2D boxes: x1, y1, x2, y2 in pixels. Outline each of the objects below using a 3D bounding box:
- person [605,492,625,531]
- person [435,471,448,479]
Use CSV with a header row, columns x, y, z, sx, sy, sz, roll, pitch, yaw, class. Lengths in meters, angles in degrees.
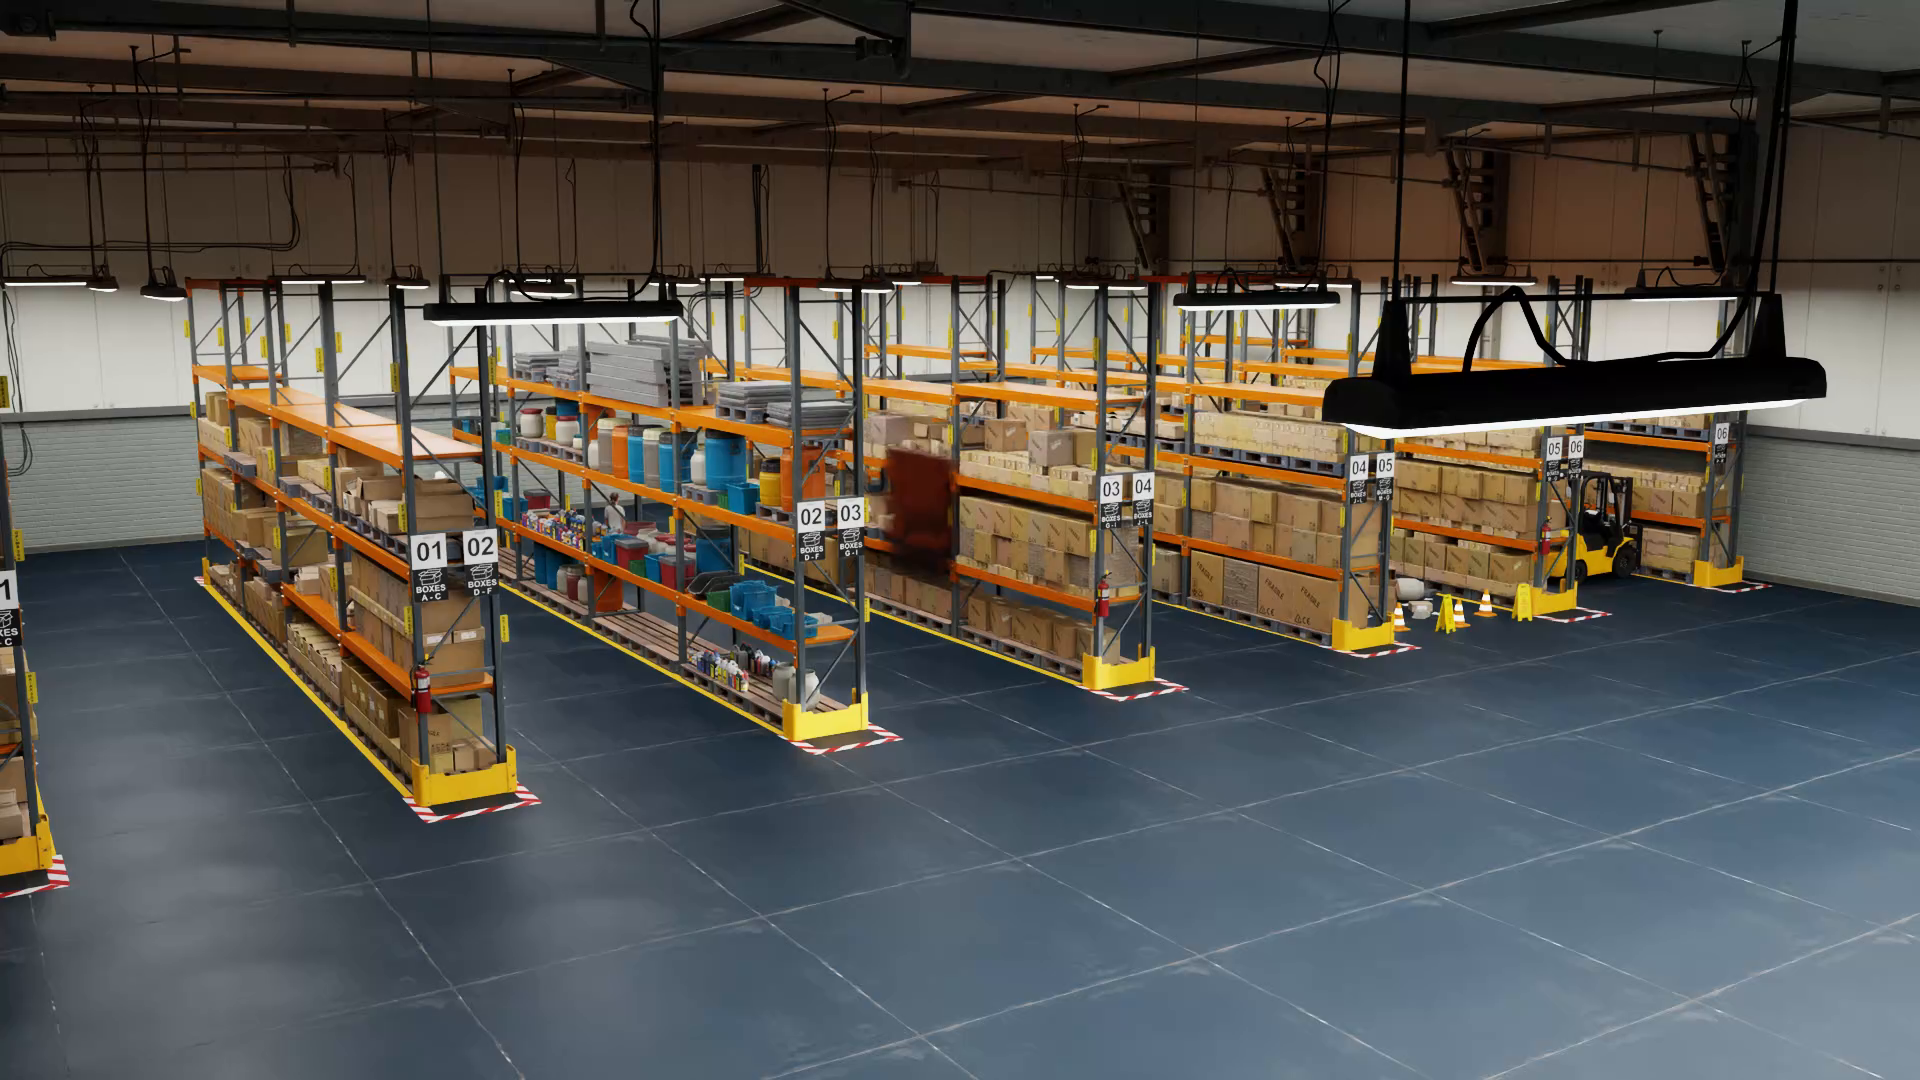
x,y,z,sx,sy,sz,roll,pitch,yaw,class
-6.991,-0.138,33.842,0.476,1.678,0.636,2,10,12,person
-11.583,-0.675,36.845,1.061,1.726,0.526,-1,10,-6,person
